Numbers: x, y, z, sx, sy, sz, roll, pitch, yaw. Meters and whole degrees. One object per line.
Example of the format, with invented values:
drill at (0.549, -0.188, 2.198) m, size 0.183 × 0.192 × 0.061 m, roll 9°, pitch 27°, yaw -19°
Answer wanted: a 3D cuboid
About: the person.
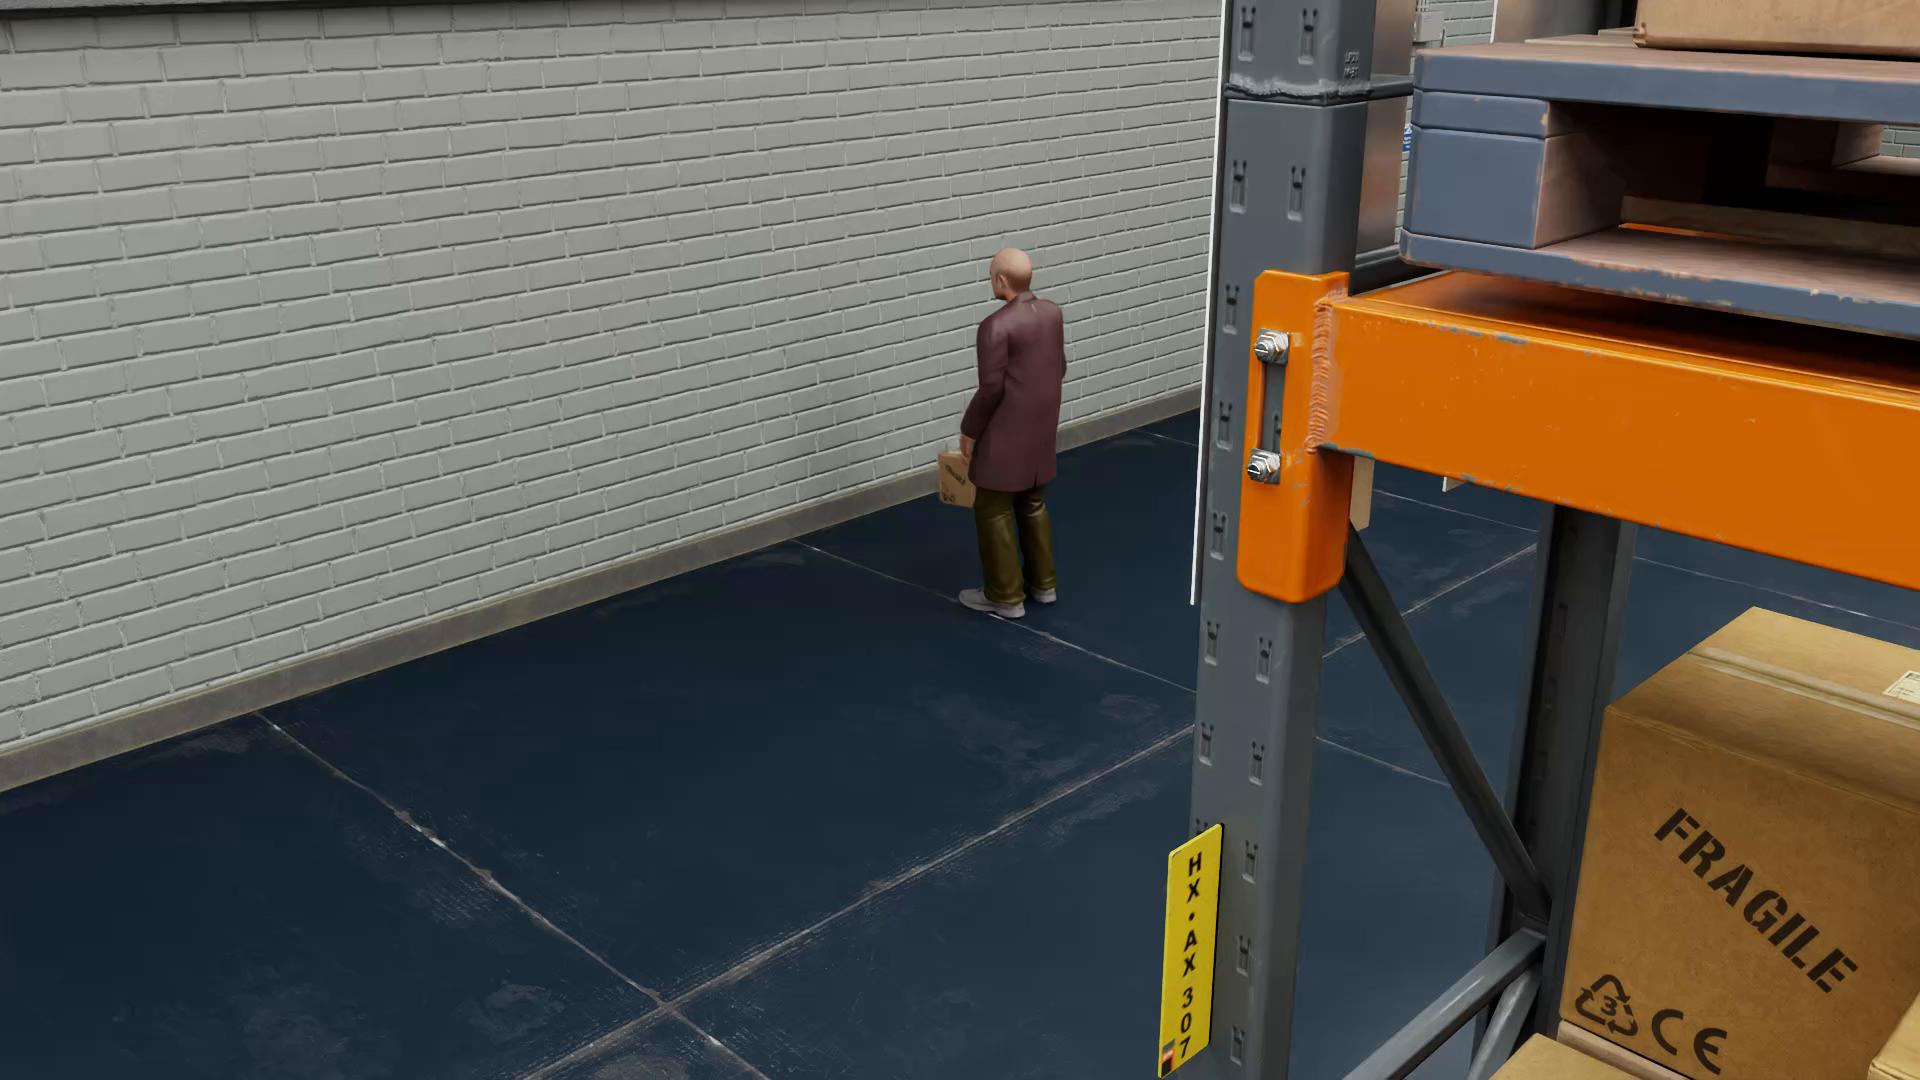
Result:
person at (0.254, -0.513, 7.980) m, size 0.425 × 1.779 × 0.587 m, roll 18°, pitch 27°, yaw 40°
